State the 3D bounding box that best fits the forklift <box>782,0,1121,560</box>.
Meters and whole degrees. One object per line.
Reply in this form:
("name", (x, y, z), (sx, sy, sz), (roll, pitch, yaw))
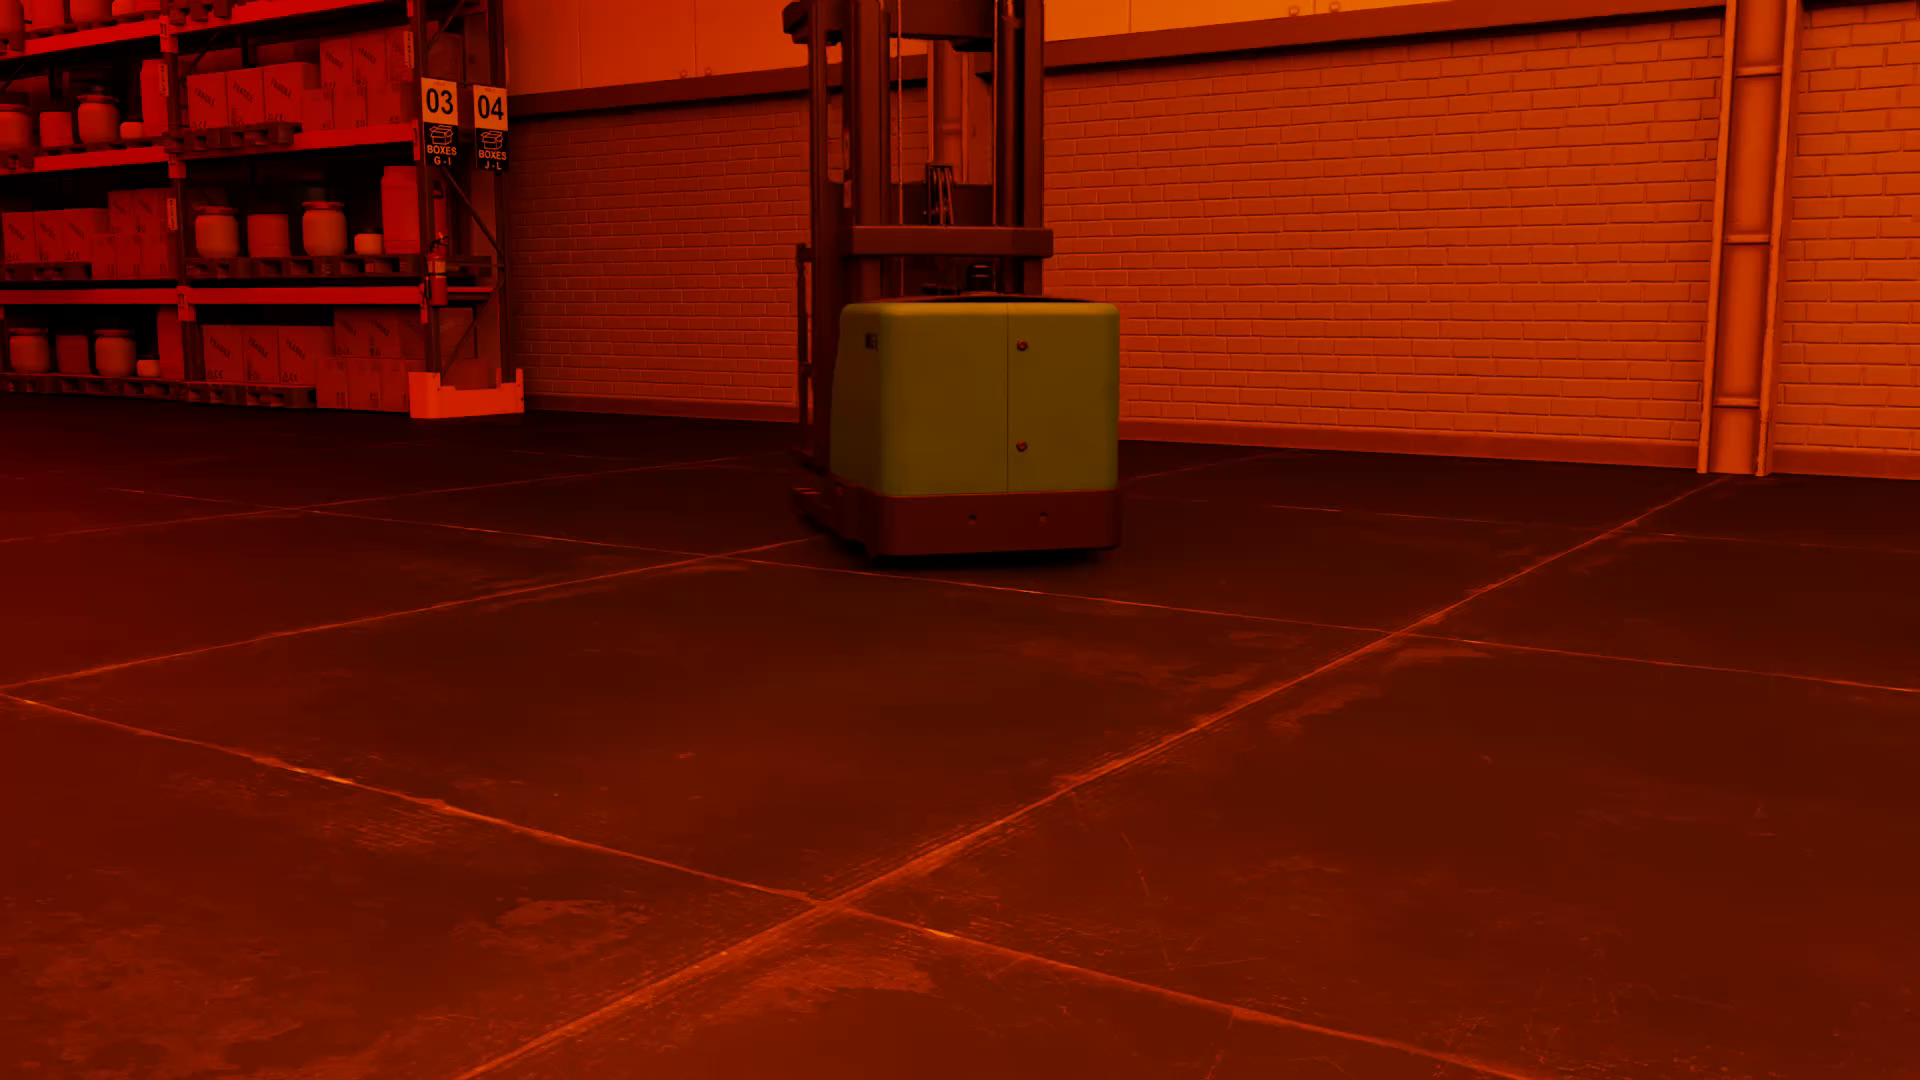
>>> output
("forklift", (-0.229, -1.538, 8.007), (1.130, 2.935, 3.031), (-2, 8, -16))
